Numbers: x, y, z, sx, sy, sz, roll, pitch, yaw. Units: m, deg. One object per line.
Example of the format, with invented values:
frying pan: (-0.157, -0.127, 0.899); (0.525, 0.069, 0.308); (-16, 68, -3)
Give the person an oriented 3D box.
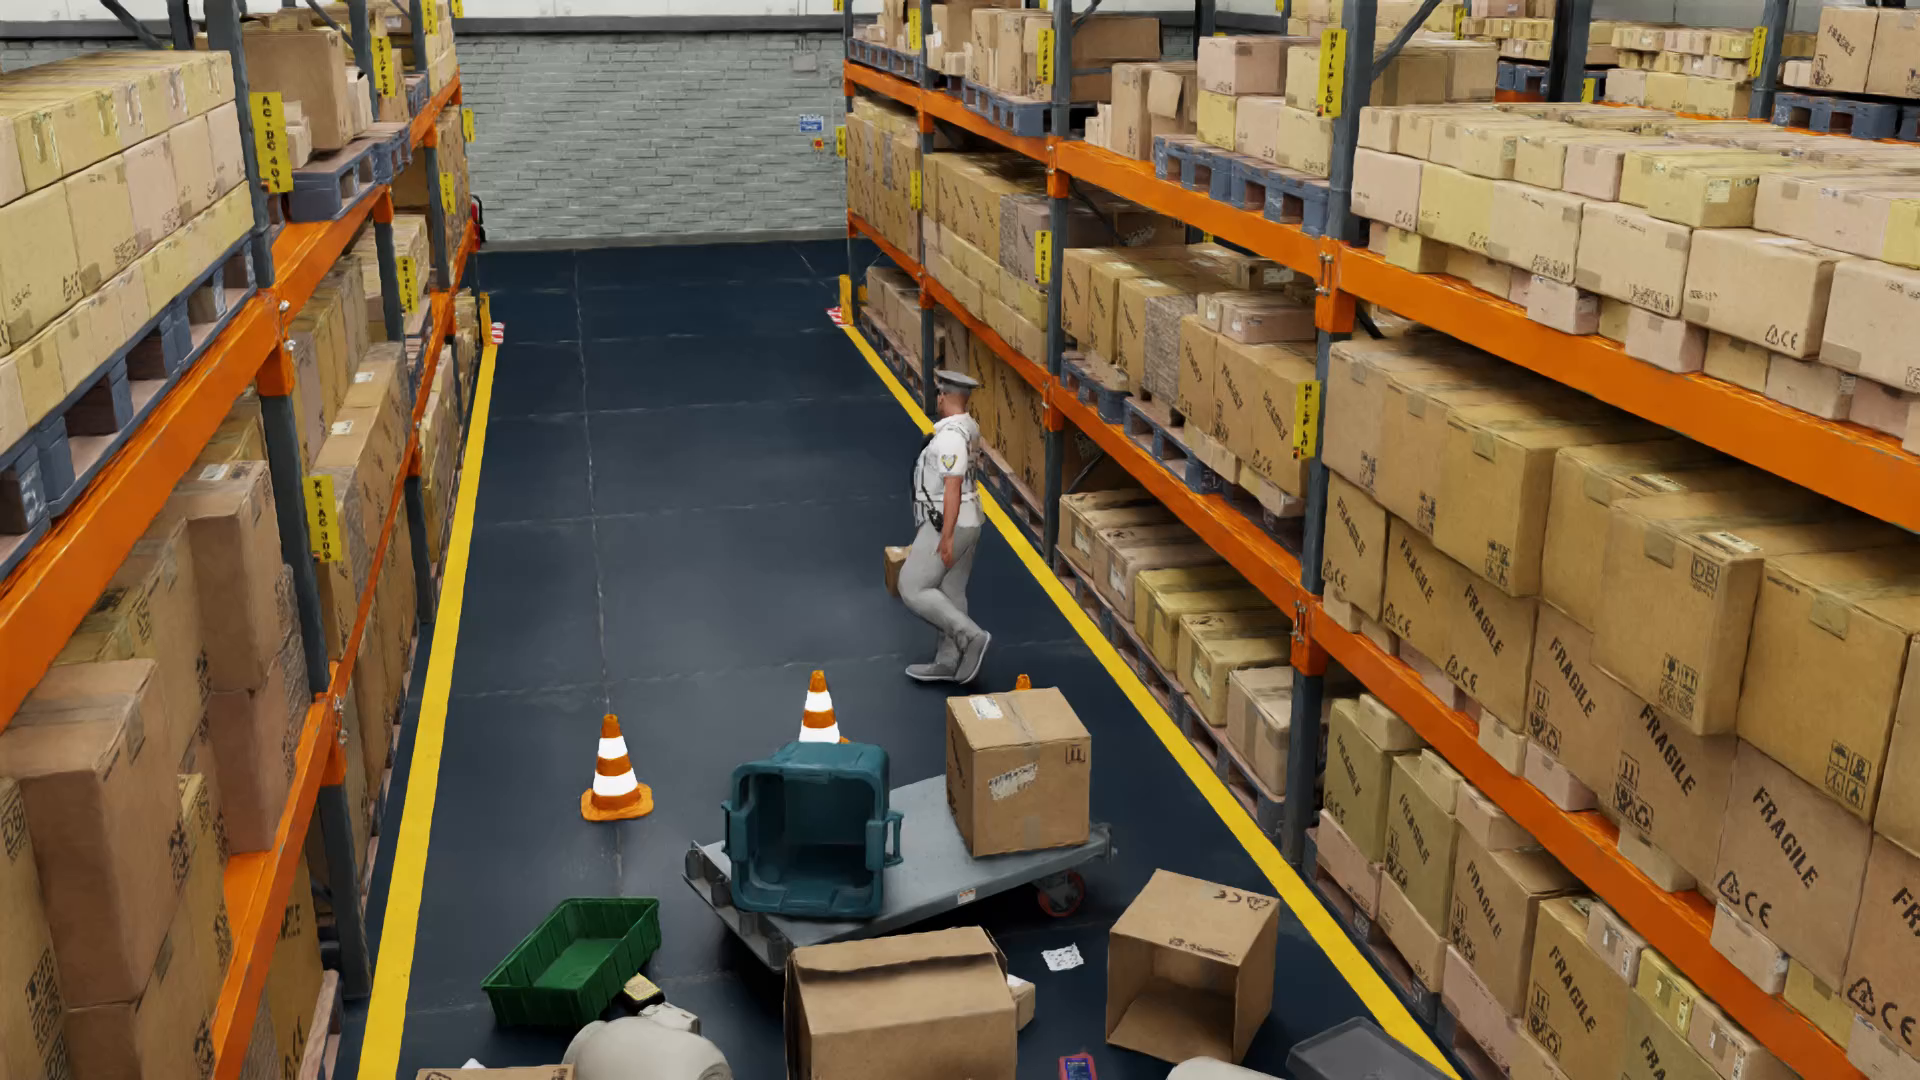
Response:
person: (-0.036, -0.065, 9.255); (0.516, 1.705, 0.690); (5, 20, 14)
